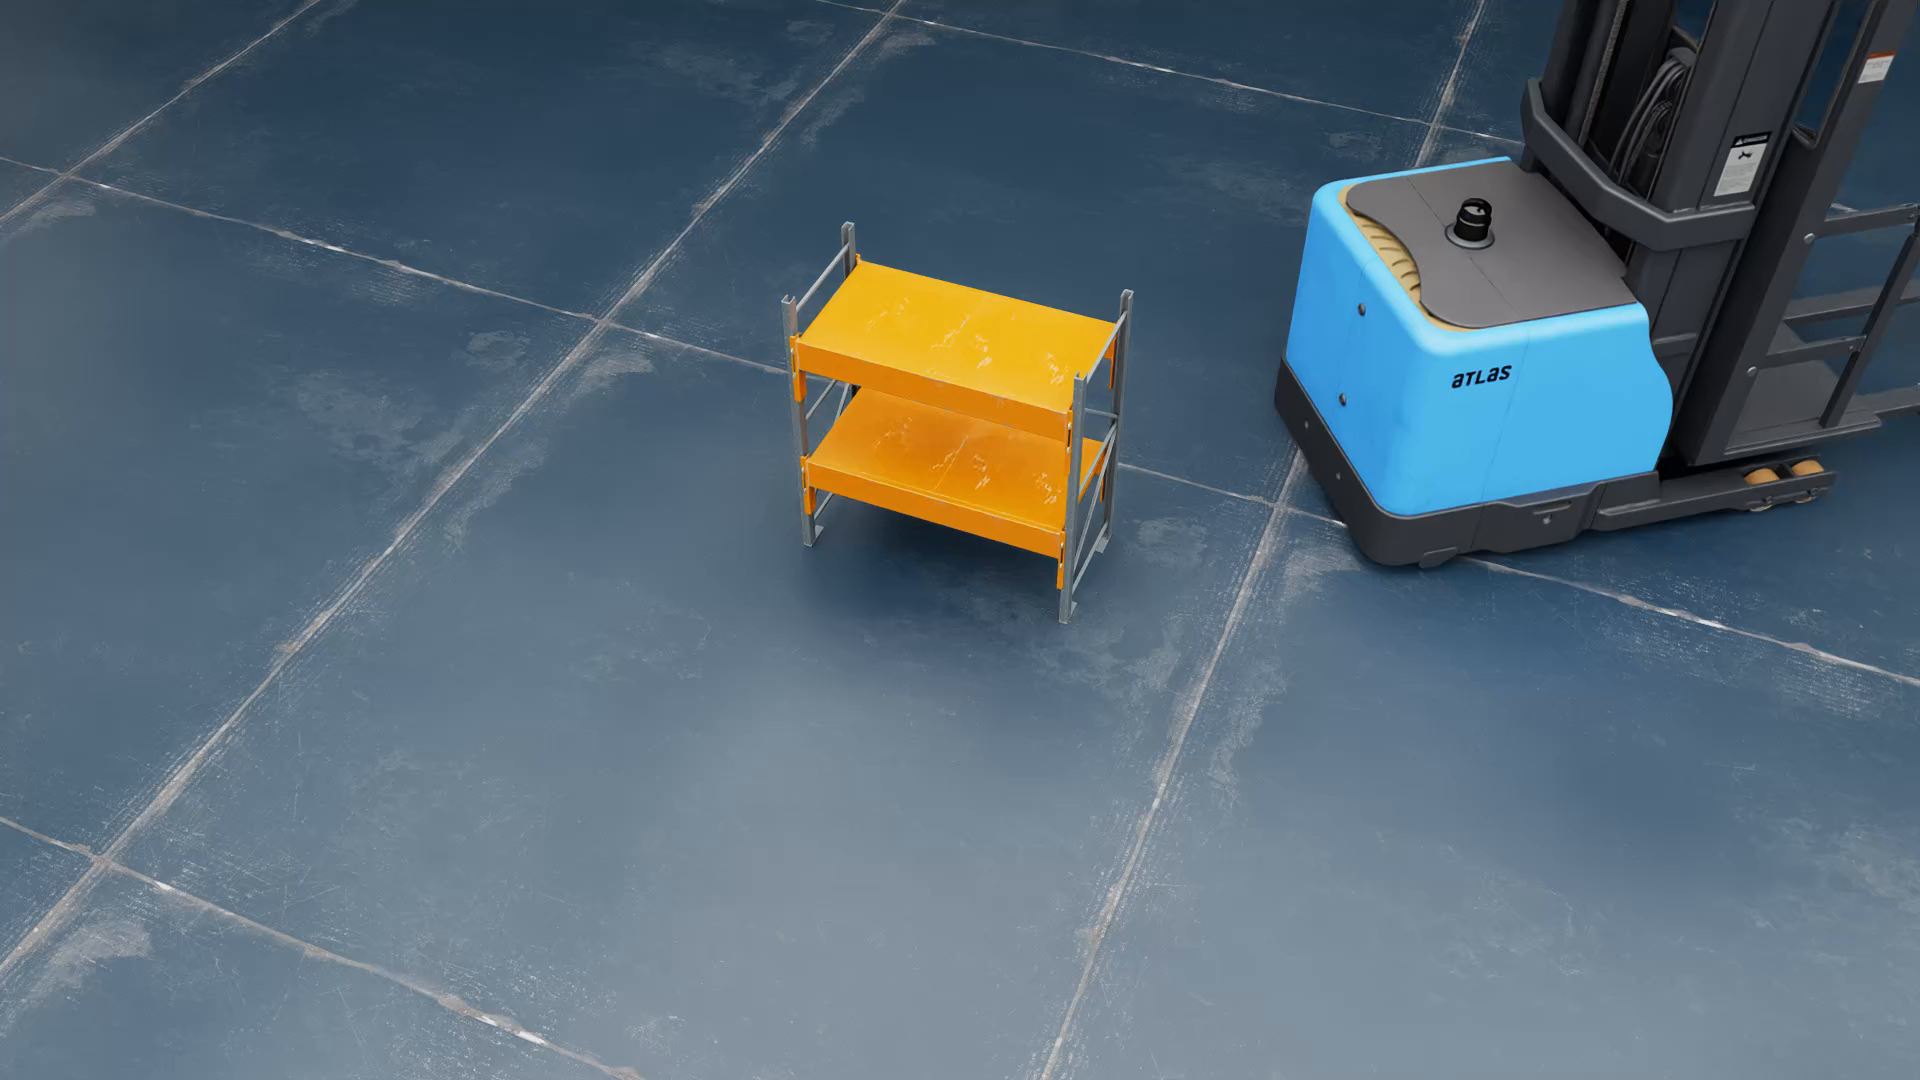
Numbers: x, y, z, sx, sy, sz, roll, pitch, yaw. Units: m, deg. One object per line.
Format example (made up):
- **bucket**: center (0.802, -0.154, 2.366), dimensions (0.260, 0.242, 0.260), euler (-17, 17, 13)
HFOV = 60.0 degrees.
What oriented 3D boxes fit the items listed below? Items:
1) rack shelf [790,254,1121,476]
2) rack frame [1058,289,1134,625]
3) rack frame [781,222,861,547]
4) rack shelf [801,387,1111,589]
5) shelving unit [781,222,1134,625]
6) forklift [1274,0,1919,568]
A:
- **rack shelf**: center (-0.006, -0.608, 5.649), dimensions (1.000, 0.278, 0.538), euler (16, 47, 16)
- **rack frame**: center (0.463, -0.263, 5.716), dimensions (0.032, 1.125, 0.500), euler (16, 47, 16)
- **rack frame**: center (-0.475, -0.539, 5.994), dimensions (0.032, 1.125, 0.500), euler (16, 47, 16)
- **rack shelf**: center (-0.006, -0.227, 6.028), dimensions (1.000, 0.278, 0.538), euler (16, 47, 16)
- **shelving unit**: center (-0.006, -0.401, 5.855), dimensions (1.048, 1.125, 0.538), euler (16, 47, 16)
- **forklift**: center (2.839, -1.501, 5.680), dimensions (3.031, 2.935, 1.130), euler (-10, 46, -10)
